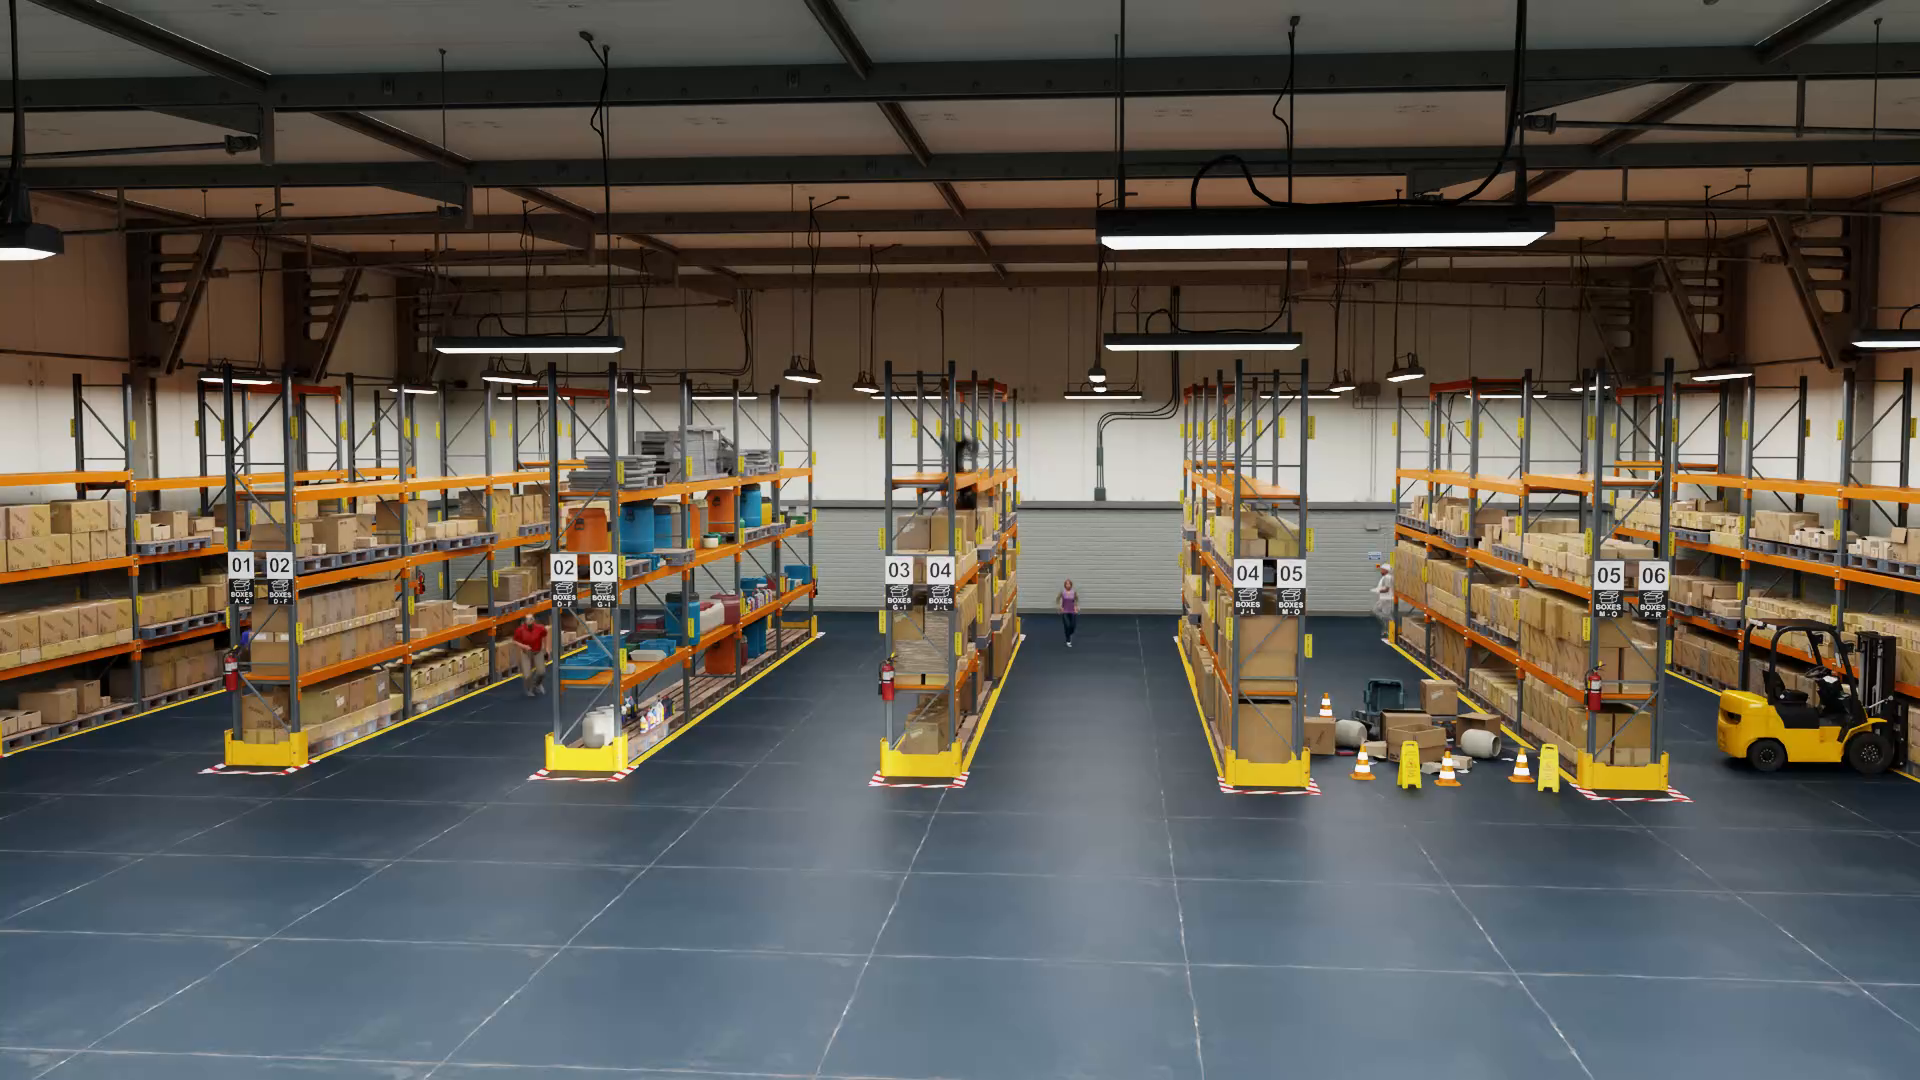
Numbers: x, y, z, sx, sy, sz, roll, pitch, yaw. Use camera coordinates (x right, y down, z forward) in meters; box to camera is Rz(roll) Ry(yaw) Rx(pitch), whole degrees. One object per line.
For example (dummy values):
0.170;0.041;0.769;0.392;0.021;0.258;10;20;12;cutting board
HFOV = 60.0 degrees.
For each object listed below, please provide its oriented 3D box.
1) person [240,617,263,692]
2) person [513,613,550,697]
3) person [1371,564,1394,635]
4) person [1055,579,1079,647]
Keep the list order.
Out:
-12.666;2.208;30.011;0.568;1.699;0.898;0;4;-1;person
-8.006;2.153;31.101;0.669;1.615;0.803;-1;4;-18;person
10.331;1.453;40.439;0.679;1.766;0.678;1;4;12;person
2.496;1.691;38.637;0.561;1.567;0.526;0;4;-5;person
